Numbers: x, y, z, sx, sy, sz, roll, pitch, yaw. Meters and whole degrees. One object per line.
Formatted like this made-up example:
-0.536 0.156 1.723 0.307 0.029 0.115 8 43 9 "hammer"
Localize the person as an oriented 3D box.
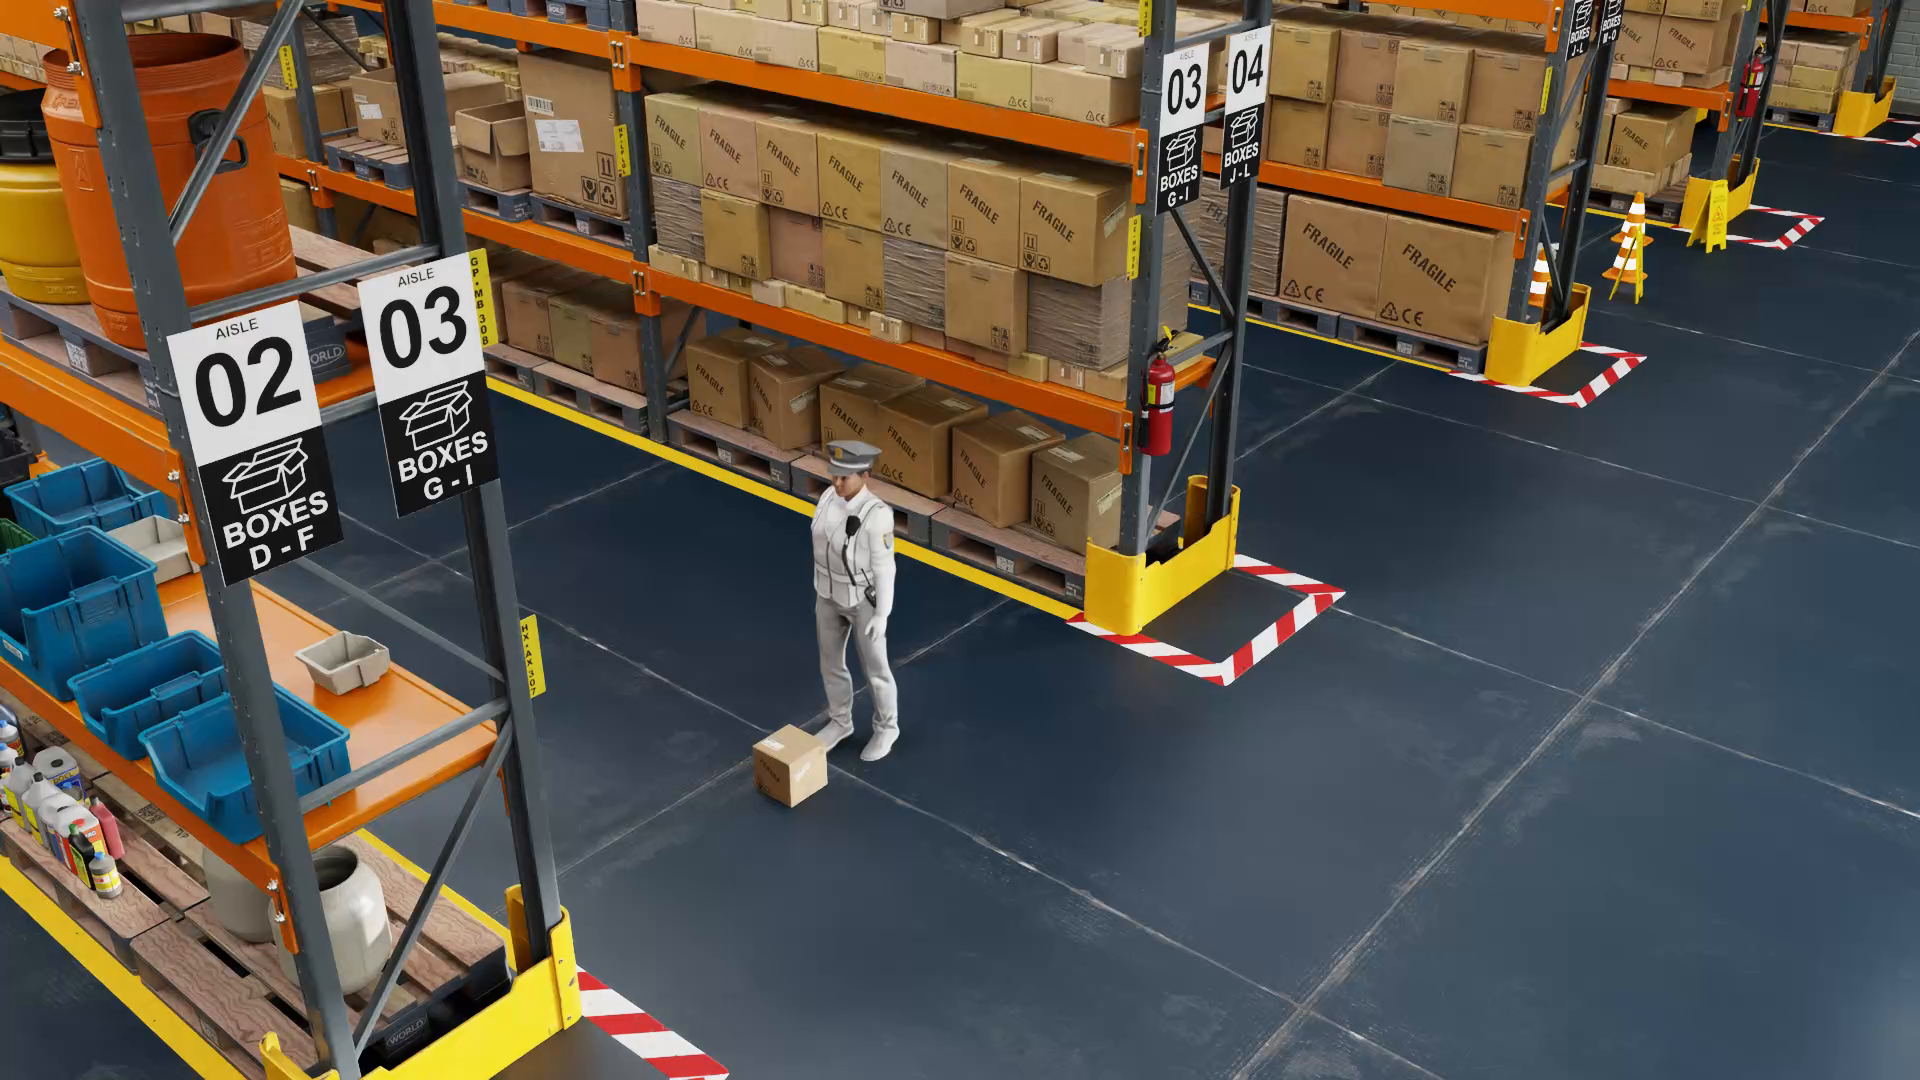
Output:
-0.522 0.302 8.038 0.467 1.700 0.409 22 35 36 "person"
